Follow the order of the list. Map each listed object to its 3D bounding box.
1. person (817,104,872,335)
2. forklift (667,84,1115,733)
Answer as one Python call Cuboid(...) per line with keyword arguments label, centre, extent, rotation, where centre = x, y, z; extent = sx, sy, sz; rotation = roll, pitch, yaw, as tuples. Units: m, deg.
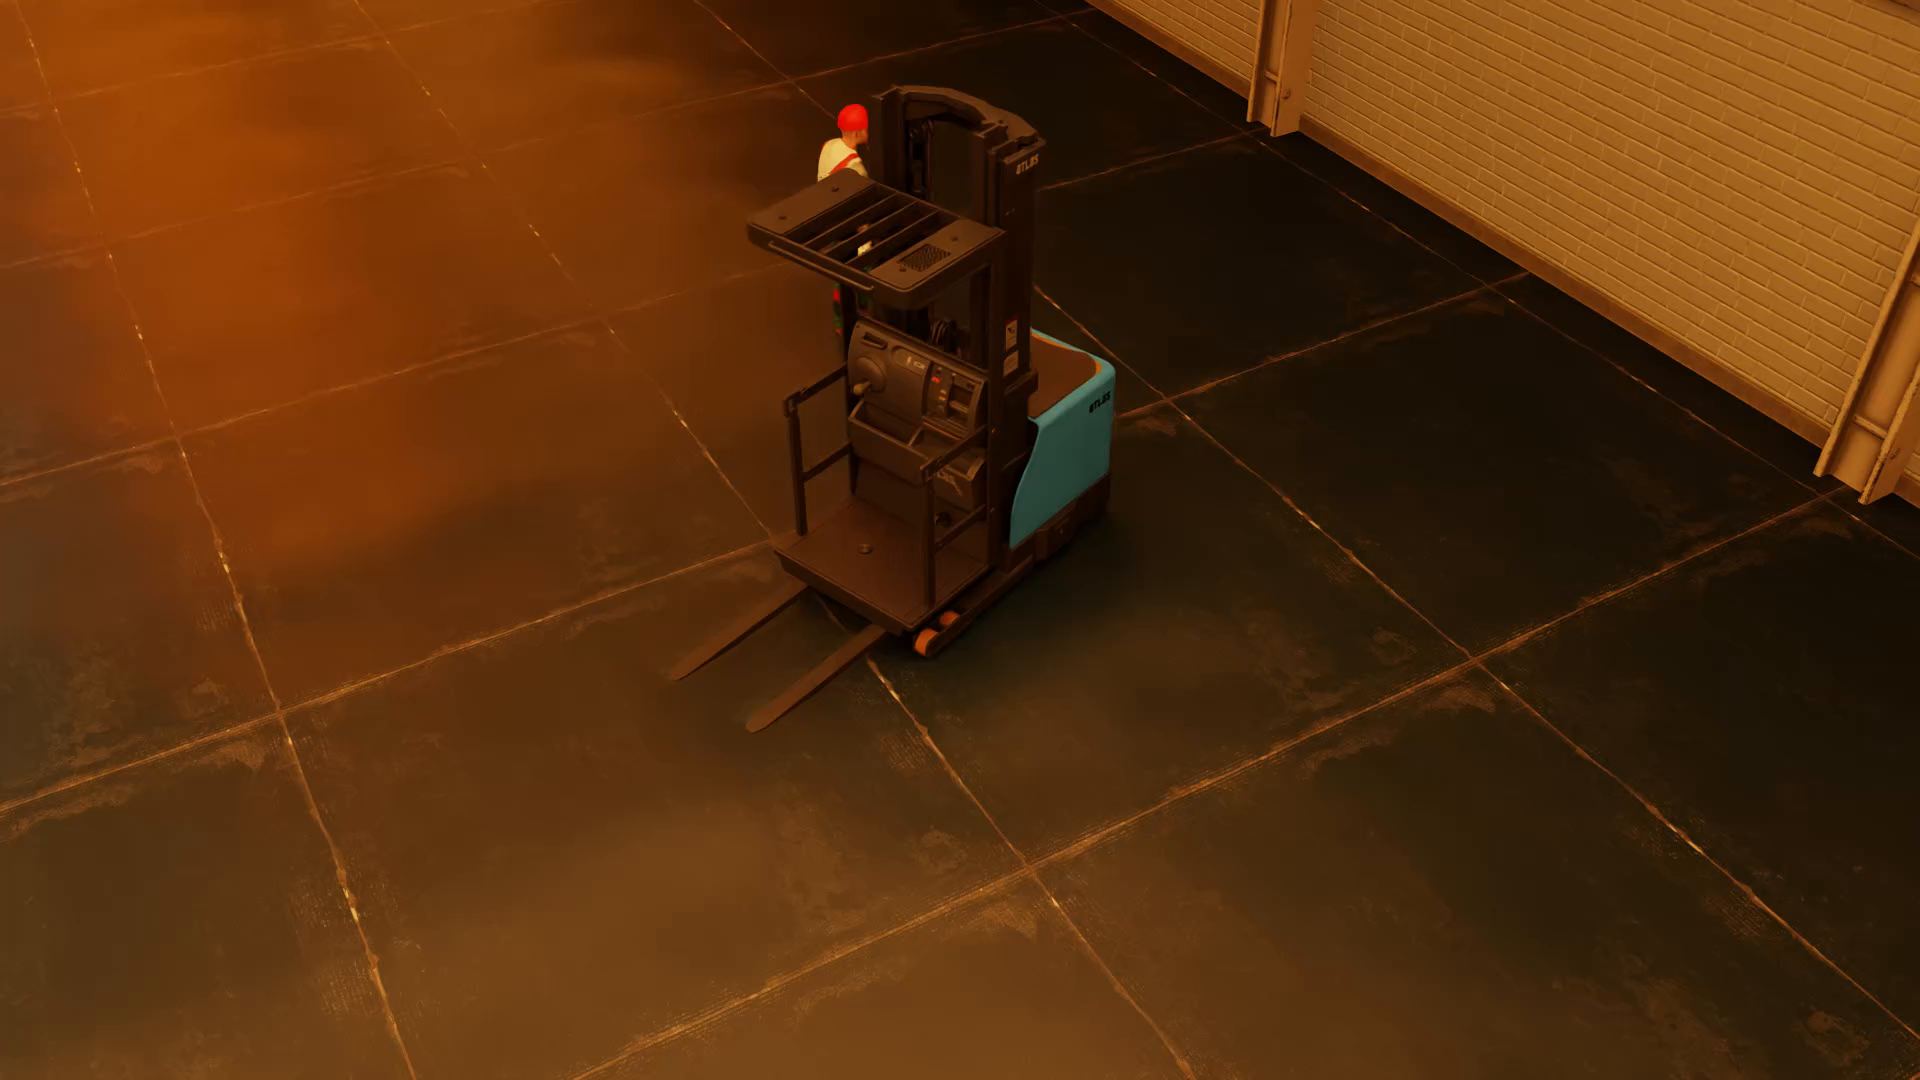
Cuboid(label="person", centre=(-0.753, -2.168, 11.557), extent=(0.455, 1.777, 0.609), rotation=(-14, 42, -16))
Cuboid(label="forklift", centre=(-0.382, -0.820, 9.025), extent=(1.130, 2.935, 3.031), rotation=(28, 47, 29))
